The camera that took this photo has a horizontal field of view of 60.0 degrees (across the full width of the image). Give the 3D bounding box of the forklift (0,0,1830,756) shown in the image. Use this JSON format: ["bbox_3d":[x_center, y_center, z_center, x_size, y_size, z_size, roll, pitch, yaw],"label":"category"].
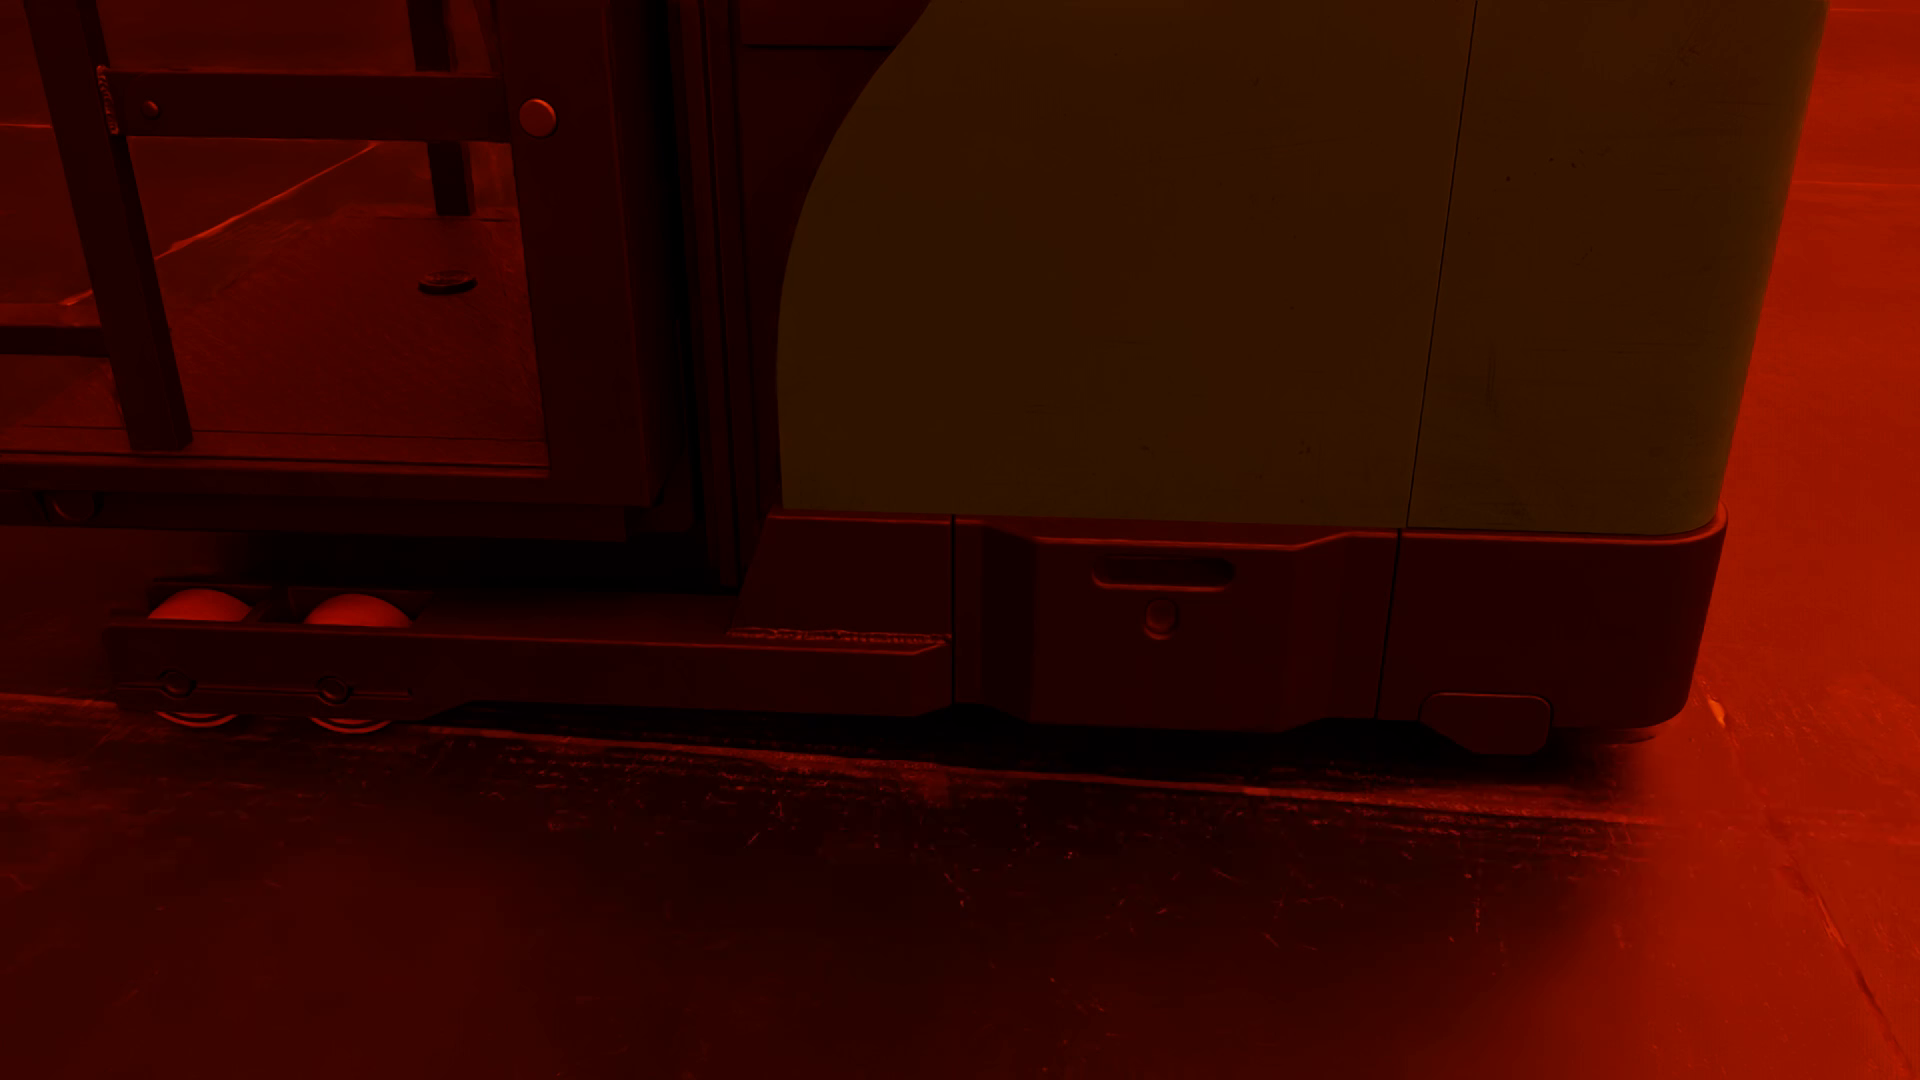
[{"bbox_3d":[-0.616,-1.309,1.840,3.031,2.935,1.130,2,27,4],"label":"forklift"}]
